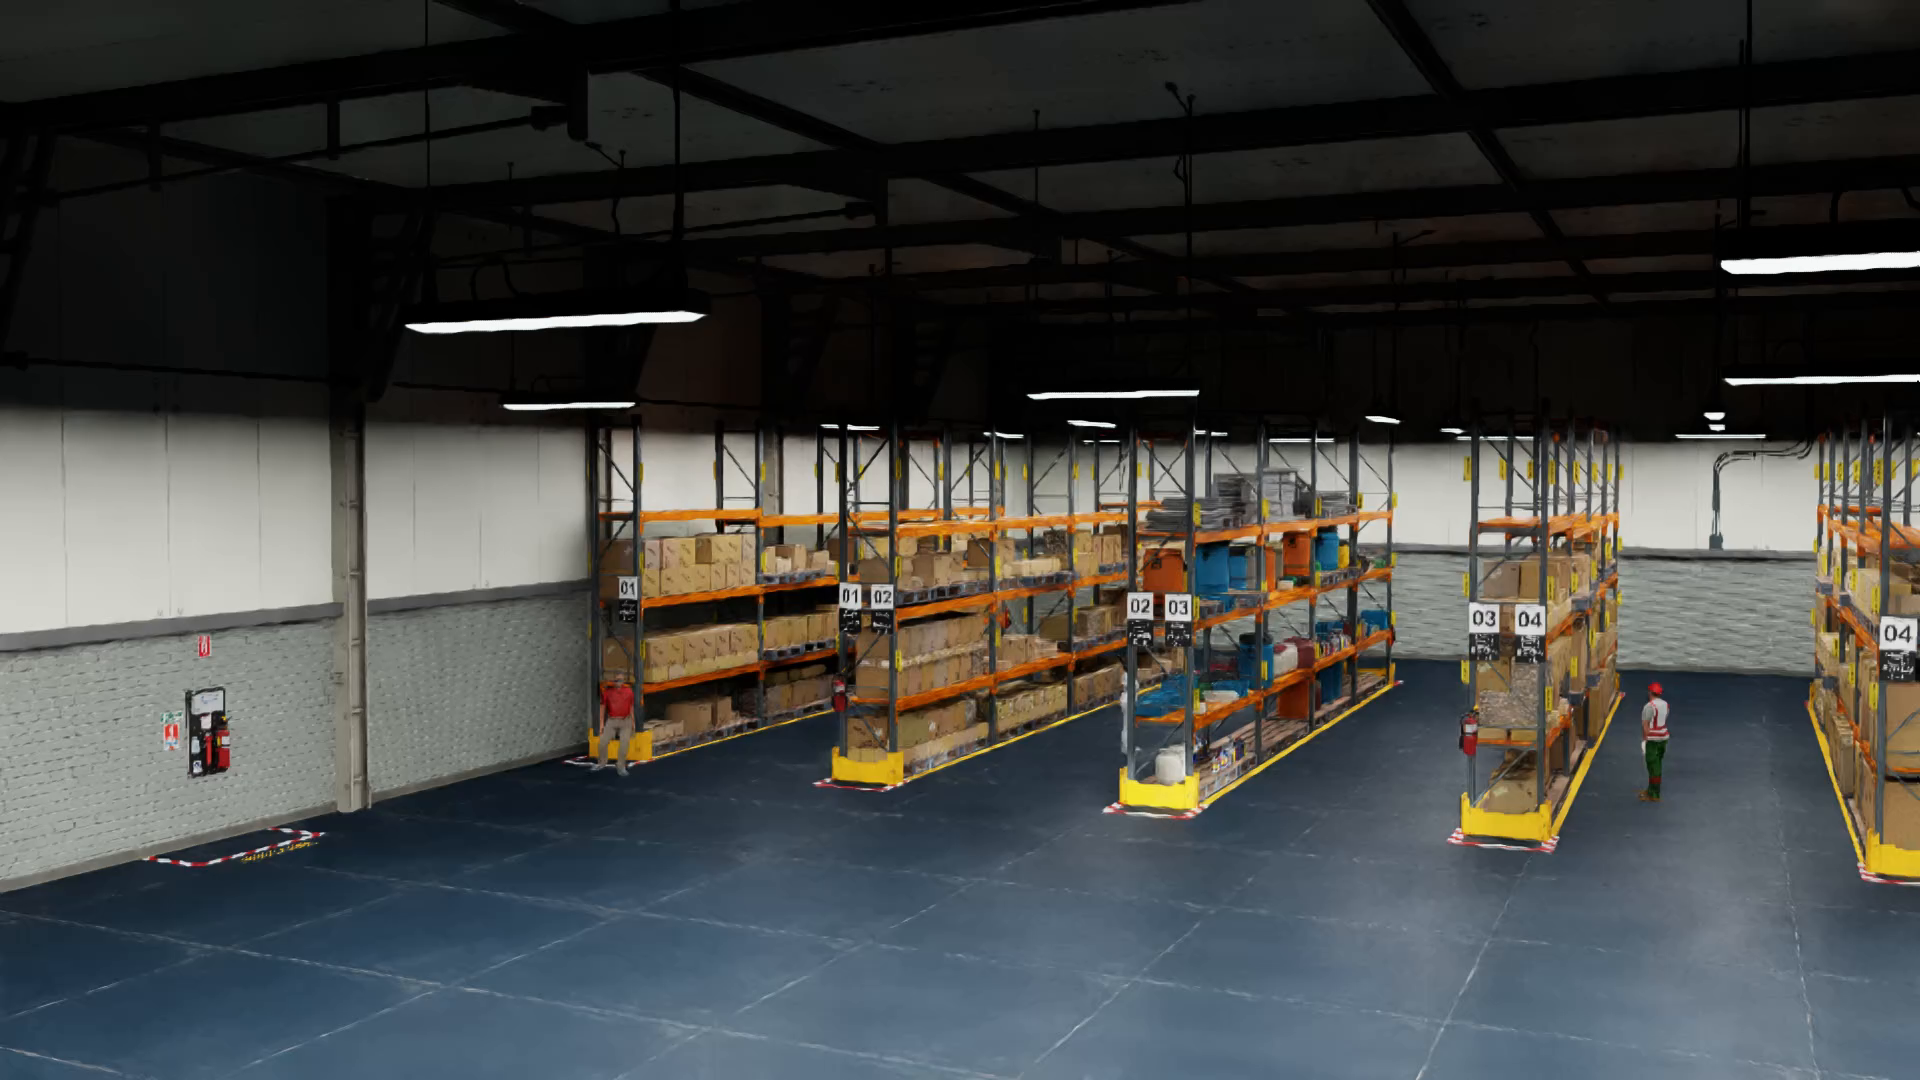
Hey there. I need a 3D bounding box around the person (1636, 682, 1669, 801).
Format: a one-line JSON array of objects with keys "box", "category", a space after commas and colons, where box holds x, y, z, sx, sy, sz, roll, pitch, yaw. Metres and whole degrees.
[{"box": [10.533, 3.048, 25.360, 0.608, 1.787, 0.489, -2, 3, -35], "category": "person"}]

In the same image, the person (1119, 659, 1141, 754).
[{"box": [3.034, 2.938, 29.503, 0.416, 1.677, 0.537, 0, 2, -6], "category": "person"}]

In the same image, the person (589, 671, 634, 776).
[{"box": [-5.744, 3.016, 27.396, 0.737, 1.719, 0.545, -1, 2, -16], "category": "person"}]
